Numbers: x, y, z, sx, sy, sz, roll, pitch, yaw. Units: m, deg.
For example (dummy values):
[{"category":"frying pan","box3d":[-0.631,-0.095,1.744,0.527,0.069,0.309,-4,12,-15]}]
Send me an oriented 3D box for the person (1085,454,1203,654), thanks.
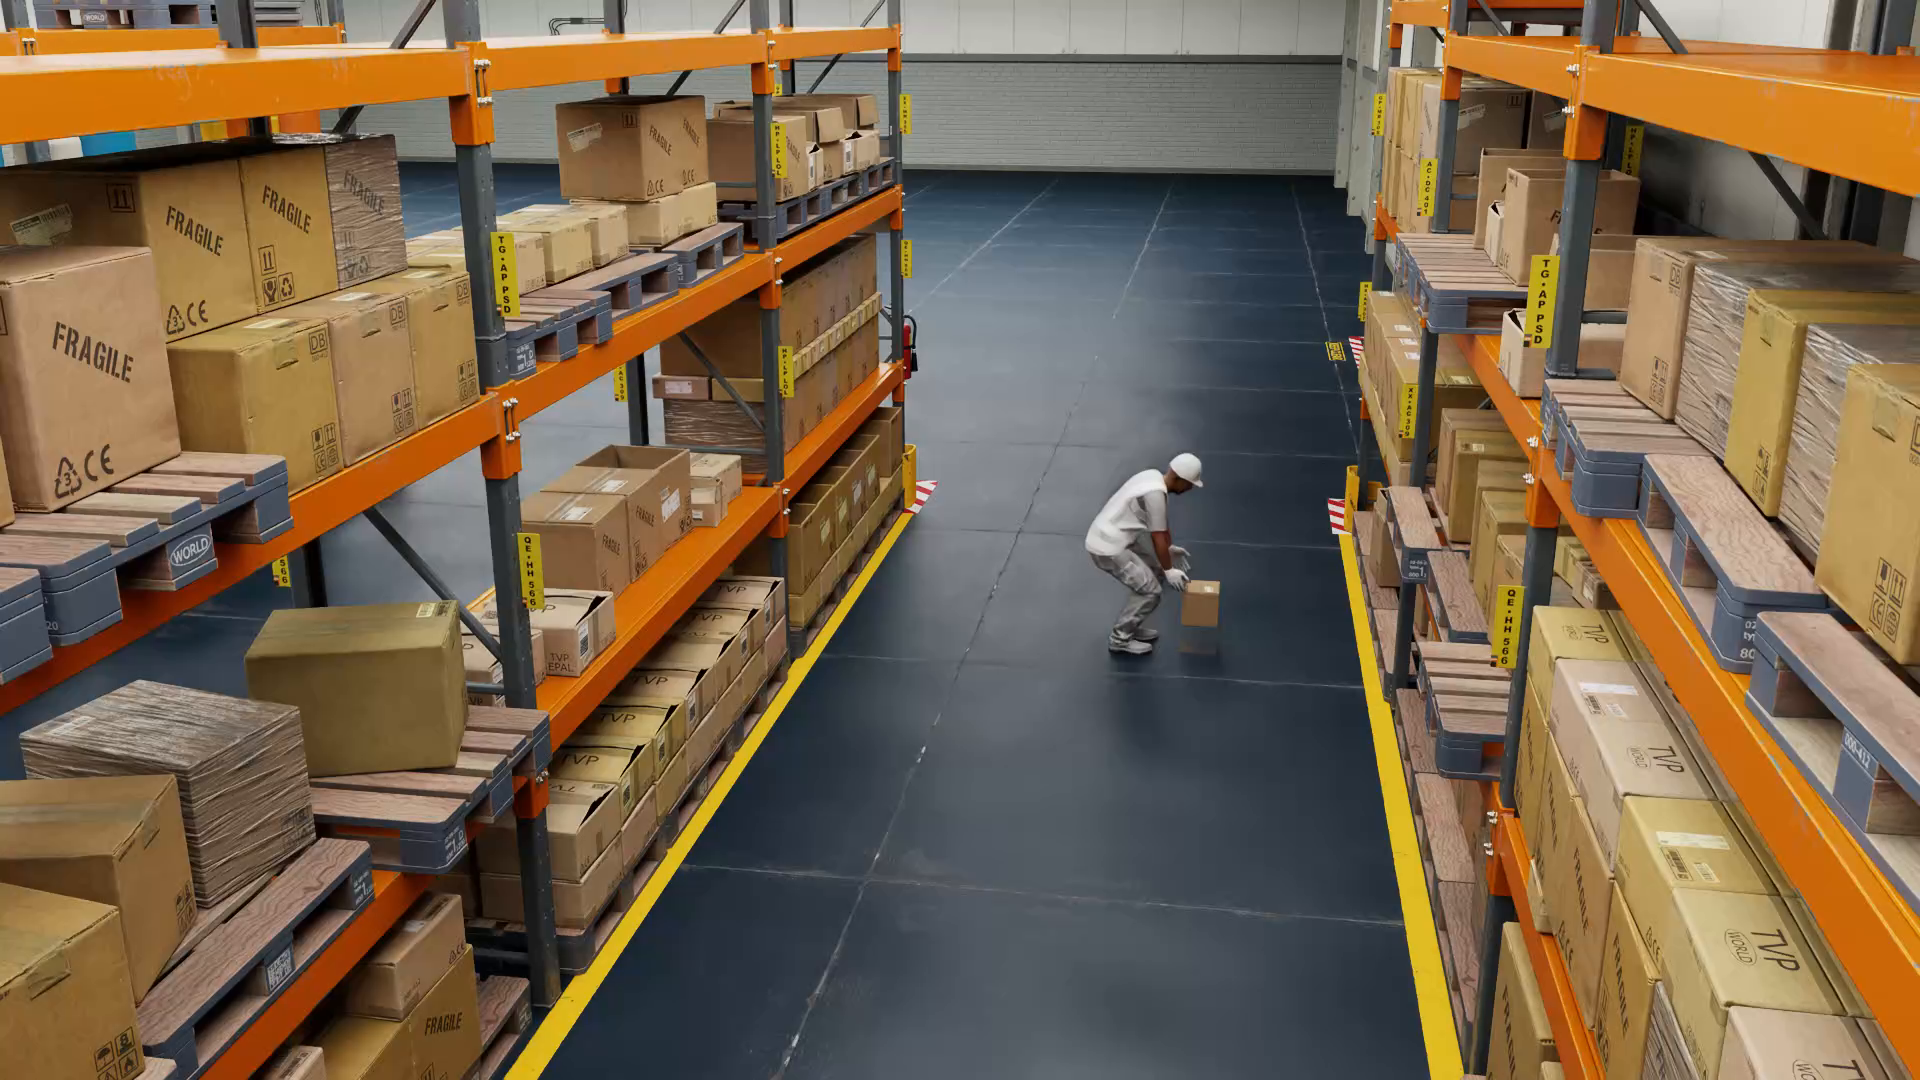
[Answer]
[{"category":"person","box3d":[1.259,0.063,11.485,0.787,1.382,0.613,3,18,9]}]
